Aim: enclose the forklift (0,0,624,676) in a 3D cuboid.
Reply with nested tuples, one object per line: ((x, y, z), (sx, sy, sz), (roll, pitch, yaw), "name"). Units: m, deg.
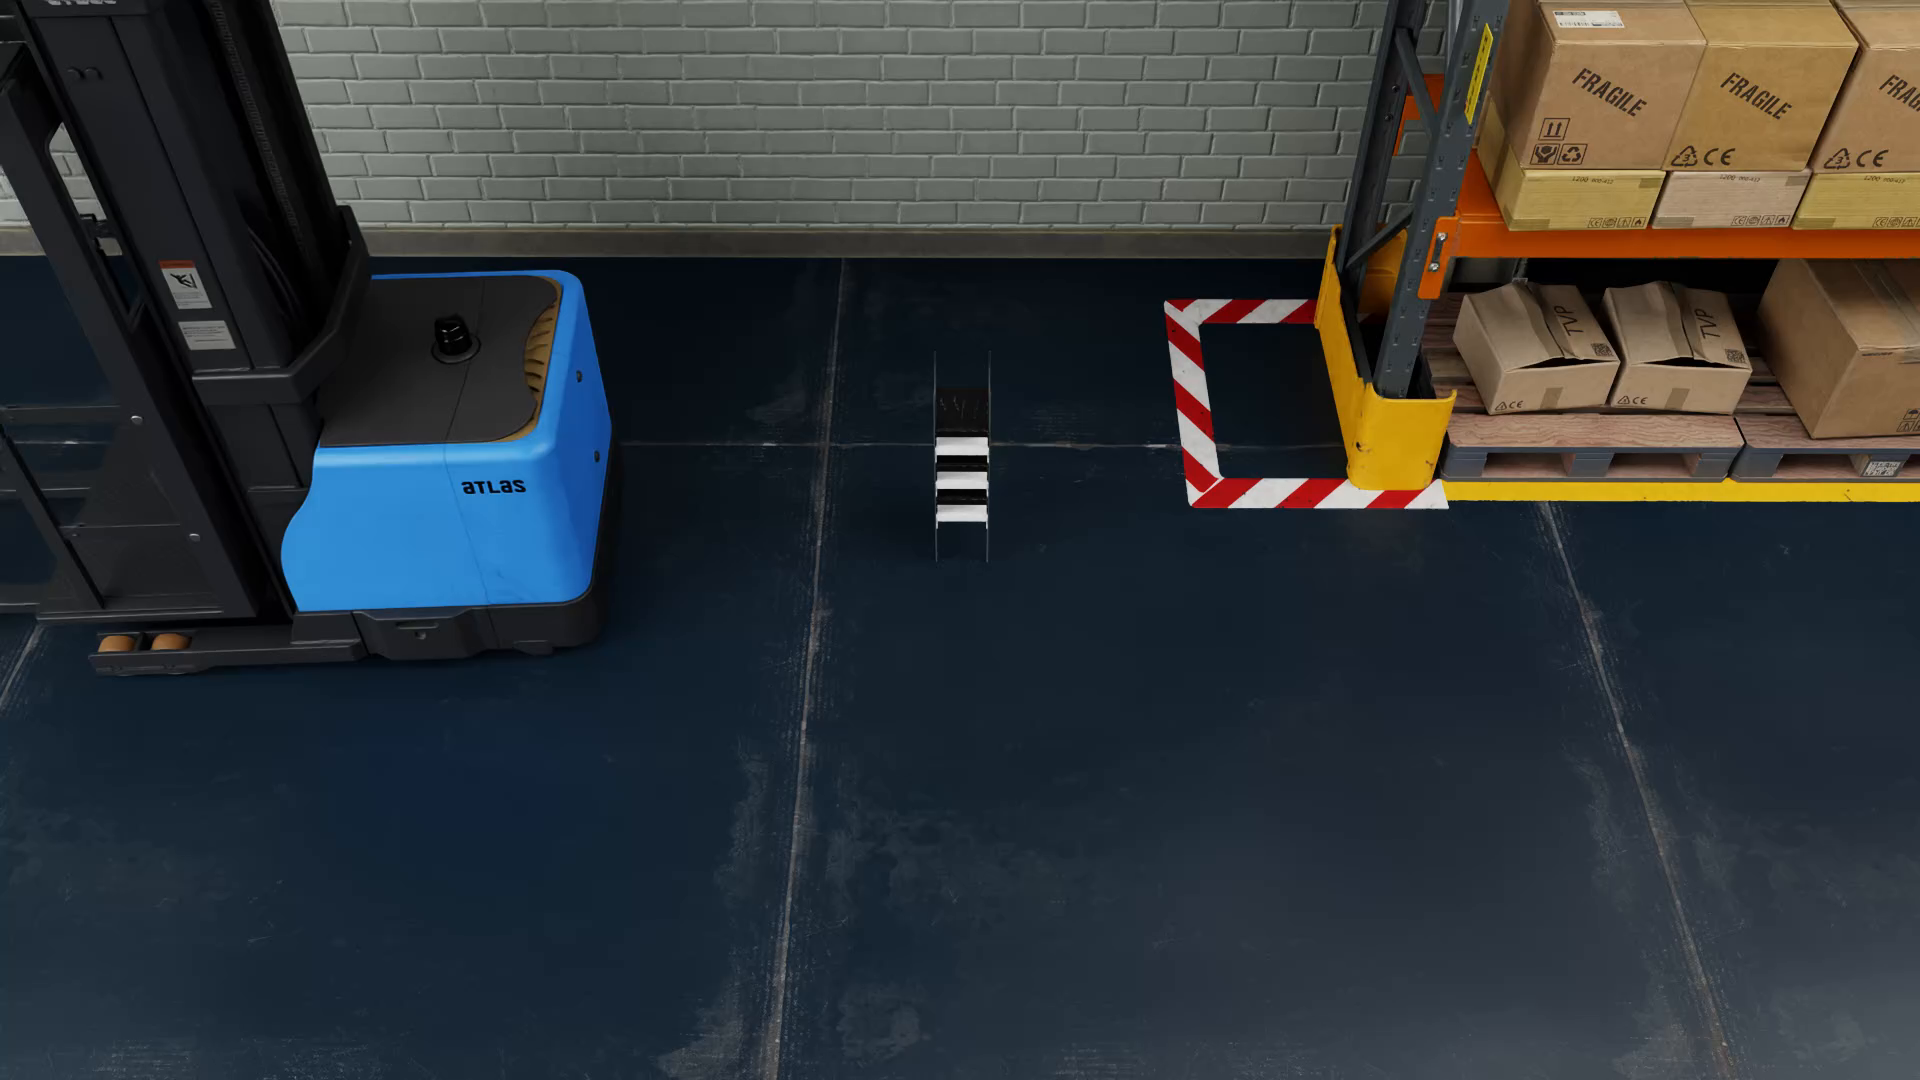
((-2.893, -0.884, 5.570), (3.031, 2.935, 1.130), (-2, 47, -2), "forklift")

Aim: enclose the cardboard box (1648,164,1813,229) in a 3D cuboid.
((2.739, -1.389, 6.083), (0.500, 0.250, 0.500), (-1, 47, -1), "cardboard box")

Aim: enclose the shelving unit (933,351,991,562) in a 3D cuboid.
((0.008, -0.307, 6.421), (0.210, 0.900, 0.258), (0, 47, 0), "shelving unit")

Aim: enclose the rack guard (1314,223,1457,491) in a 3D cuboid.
((1.809, -0.806, 7.159), (0.348, 0.500, 1.175), (0, 47, 0), "rack guard")

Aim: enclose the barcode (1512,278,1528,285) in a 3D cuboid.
((2.444, -1.120, 7.274), (0.075, 0.075, 0.001), (0, 47, 0), "barcode")

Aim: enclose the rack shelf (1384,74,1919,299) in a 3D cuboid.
((3.733, -1.408, 6.503), (4.000, 0.370, 1.077), (0, 47, 0), "rack shelf")

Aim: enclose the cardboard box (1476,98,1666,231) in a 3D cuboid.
((2.220, -1.380, 6.074), (0.500, 0.250, 0.500), (-1, 47, -1), "cardboard box")

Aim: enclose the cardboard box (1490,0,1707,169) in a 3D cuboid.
((2.209, -1.648, 5.811), (0.500, 0.500, 0.500), (0, 47, 0), "cardboard box")

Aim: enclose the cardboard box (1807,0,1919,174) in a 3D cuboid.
((3.220, -1.634, 5.798), (0.500, 0.500, 0.500), (-1, 47, -1), "cardboard box")

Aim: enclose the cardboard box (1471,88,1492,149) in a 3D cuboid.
((2.201, -1.755, 6.423), (0.500, 0.250, 0.500), (1, 47, 1), "cardboard box")

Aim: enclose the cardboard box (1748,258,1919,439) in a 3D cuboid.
((3.728, -0.849, 6.898), (0.500, 0.500, 0.700), (-3, 47, -2), "cardboard box")

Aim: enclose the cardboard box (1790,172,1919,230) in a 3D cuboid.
((3.248, -1.384, 6.077), (0.500, 0.250, 0.500), (-1, 47, 0), "cardboard box")

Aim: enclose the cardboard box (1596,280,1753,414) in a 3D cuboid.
((2.994, -0.823, 7.003), (0.500, 0.311, 0.500), (4, 47, 3), "cardboard box")

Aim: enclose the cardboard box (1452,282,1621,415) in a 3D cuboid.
((2.424, -0.824, 7.004), (0.500, 0.311, 0.500), (-5, 47, -4), "cardboard box")

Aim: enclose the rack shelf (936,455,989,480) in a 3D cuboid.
((0.008, -0.345, 6.379), (0.200, 0.077, 0.258), (0, 47, 0), "rack shelf")

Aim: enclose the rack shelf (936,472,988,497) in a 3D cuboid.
((0.008, -0.284, 6.445), (0.200, 0.077, 0.258), (0, 47, 0), "rack shelf")

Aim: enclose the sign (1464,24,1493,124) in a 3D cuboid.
((1.731, -1.556, 5.558), (0.005, 0.325, 0.100), (0, 47, 0), "sign")

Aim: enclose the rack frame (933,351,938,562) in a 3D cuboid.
((-0.094, -0.307, 6.421), (0.006, 0.900, 0.240), (0, 47, 0), "rack frame")

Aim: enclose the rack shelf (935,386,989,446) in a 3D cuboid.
((0.008, -0.468, 6.247), (0.200, 0.077, 0.258), (0, 47, 0), "rack shelf")

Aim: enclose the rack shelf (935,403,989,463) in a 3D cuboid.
((0.008, -0.406, 6.313), (0.200, 0.077, 0.258), (0, 47, 0), "rack shelf")

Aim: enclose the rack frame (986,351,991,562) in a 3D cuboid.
((0.110, -0.306, 6.420), (0.006, 0.900, 0.240), (0, 47, 0), "rack frame")

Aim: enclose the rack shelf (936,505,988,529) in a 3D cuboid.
((0.008, -0.161, 6.577), (0.200, 0.077, 0.258), (0, 47, 0), "rack shelf")

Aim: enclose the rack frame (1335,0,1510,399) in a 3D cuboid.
((1.733, -1.658, 6.244), (0.127, 3.000, 1.000), (0, 47, 0), "rack frame")

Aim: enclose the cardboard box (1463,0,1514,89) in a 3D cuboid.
((2.205, -2.024, 6.161), (0.500, 0.500, 0.500), (0, 47, 0), "cardboard box")

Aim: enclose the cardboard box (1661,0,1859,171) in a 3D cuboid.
((2.703, -1.640, 5.803), (0.500, 0.500, 0.500), (0, 47, 0), "cardboard box")

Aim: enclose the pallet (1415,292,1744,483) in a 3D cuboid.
((2.621, -0.680, 7.239), (1.213, 0.211, 1.003), (0, 47, 0), "pallet")

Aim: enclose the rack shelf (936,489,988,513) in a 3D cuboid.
((0.008, -0.223, 6.511), (0.200, 0.077, 0.258), (0, 47, 0), "rack shelf")

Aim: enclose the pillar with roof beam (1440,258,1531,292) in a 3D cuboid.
((2.420, -1.182, 1.703), (0.400, 9.000, 9.100), (0, 47, 0), "pillar with roof beam")

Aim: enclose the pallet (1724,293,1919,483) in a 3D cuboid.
((3.838, -0.675, 7.234), (1.213, 0.211, 1.003), (0, 47, 0), "pallet")
